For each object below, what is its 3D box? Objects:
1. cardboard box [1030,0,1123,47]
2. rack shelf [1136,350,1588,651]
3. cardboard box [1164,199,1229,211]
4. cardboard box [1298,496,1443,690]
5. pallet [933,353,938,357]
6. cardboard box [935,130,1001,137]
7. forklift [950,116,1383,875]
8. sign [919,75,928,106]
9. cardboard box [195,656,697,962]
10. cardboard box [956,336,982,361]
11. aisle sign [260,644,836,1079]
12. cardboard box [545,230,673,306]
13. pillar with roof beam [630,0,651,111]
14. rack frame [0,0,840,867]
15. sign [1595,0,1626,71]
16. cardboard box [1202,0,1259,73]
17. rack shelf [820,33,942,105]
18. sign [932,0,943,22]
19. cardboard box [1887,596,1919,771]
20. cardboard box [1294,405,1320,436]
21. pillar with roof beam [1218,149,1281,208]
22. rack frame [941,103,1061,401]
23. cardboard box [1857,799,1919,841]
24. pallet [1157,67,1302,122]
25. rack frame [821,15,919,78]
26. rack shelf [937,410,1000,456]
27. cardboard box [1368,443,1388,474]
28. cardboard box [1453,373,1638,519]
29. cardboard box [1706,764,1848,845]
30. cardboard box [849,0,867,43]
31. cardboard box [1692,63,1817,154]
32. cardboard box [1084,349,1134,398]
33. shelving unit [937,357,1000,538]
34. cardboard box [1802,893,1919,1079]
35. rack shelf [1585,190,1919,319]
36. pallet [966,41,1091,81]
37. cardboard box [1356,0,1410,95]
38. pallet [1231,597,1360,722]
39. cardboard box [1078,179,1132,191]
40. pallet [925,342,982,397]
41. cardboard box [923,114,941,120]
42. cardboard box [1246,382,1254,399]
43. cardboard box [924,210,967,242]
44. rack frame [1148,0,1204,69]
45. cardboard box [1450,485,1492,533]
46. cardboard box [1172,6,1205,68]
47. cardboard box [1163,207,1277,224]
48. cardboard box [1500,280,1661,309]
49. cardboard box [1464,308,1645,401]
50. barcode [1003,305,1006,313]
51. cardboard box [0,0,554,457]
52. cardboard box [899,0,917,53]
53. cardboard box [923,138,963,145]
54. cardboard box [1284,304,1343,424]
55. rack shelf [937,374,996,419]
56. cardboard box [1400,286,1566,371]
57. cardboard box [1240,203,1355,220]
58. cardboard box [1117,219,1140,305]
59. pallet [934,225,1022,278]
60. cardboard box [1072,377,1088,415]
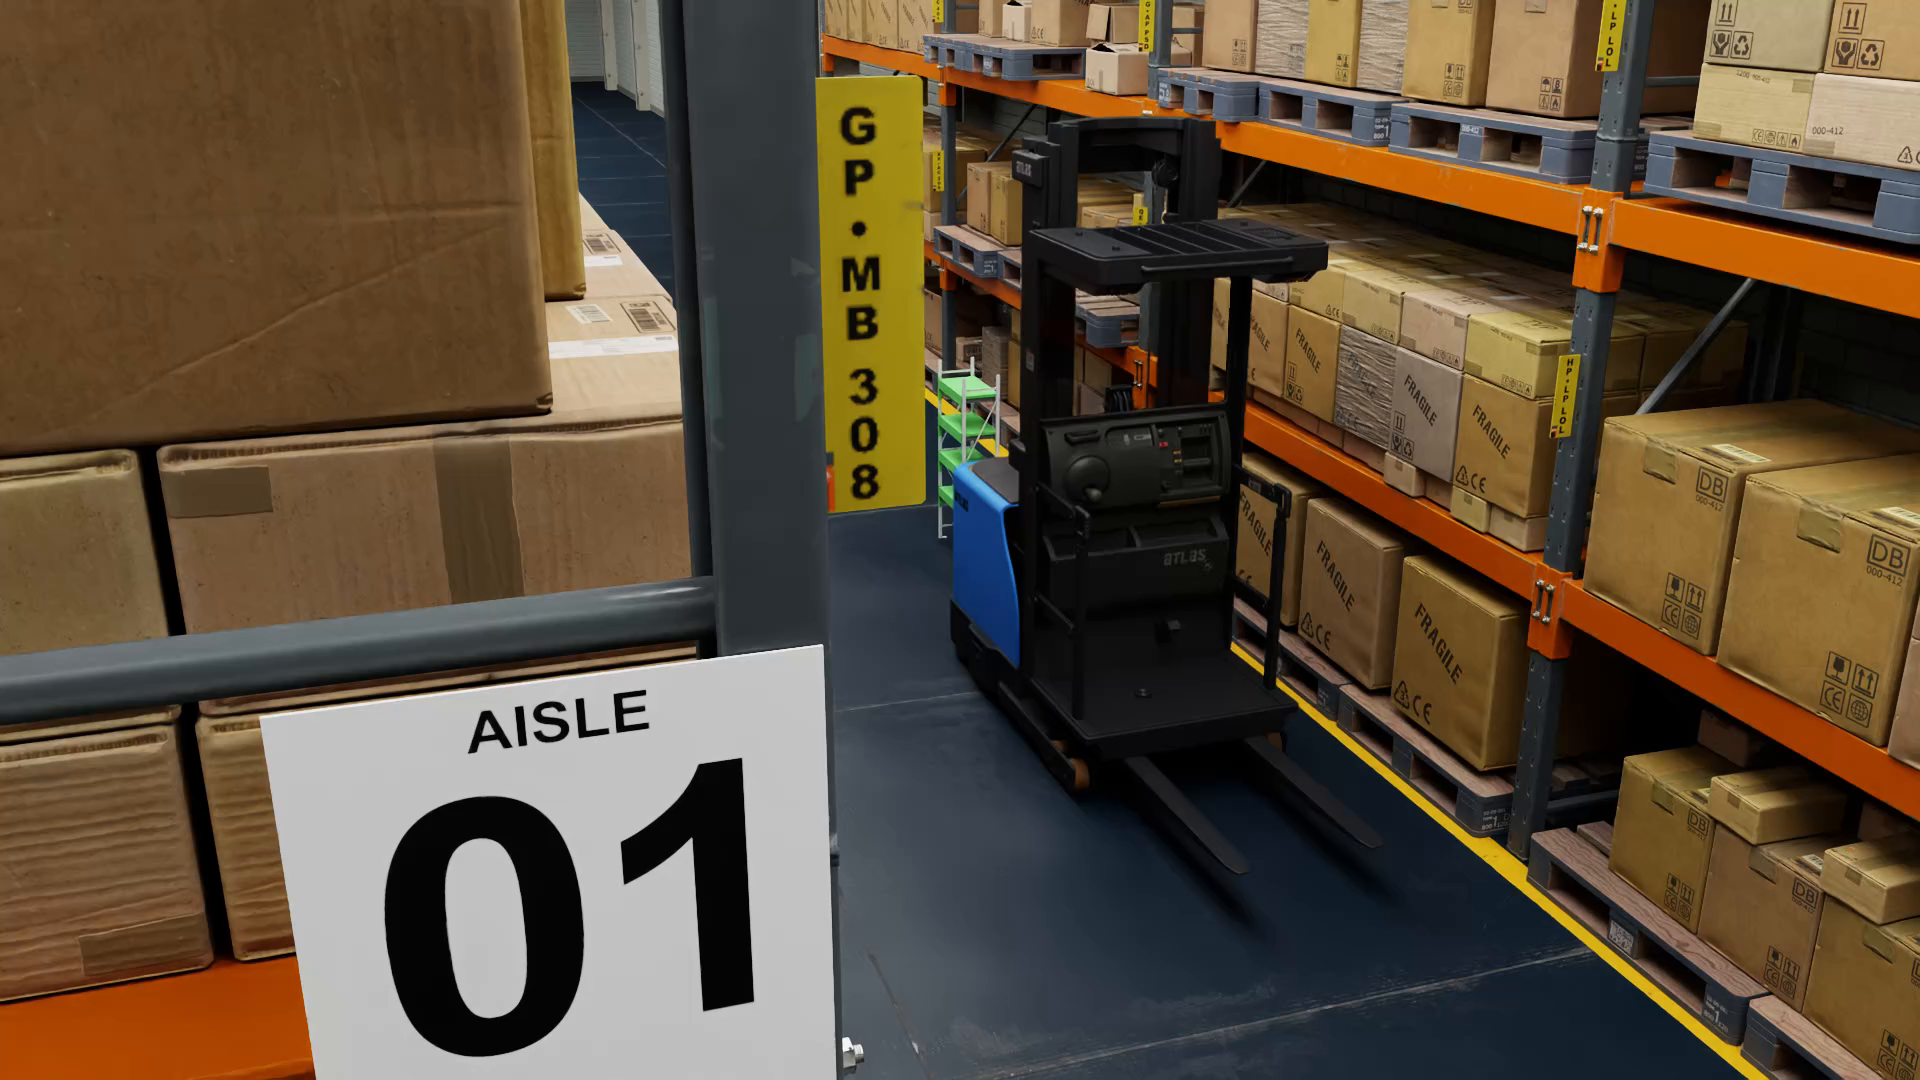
[{"bbox_3d":[0.823,-3.752,11.718,0.500,0.500,0.500,-7,21,-19],"label":"cardboard box"},{"bbox_3d":[2.225,-0.411,8.688,1.077,0.370,4.000,-6,21,-17],"label":"rack shelf"},{"bbox_3d":[1.460,-2.058,10.452,0.380,0.149,0.250,-9,22,-24],"label":"cardboard box"},{"bbox_3d":[2.244,0.227,8.407,0.750,0.750,0.750,-6,21,-16],"label":"cardboard box"},{"bbox_3d":[-0.292,-1.967,16.080,1.003,0.211,1.213,-6,21,-17],"label":"pallet"},{"bbox_3d":[0.080,-3.467,15.214,0.500,0.500,0.500,-6,21,-16],"label":"cardboard box"},{"bbox_3d":[0.914,-0.368,7.606,1.130,2.935,3.031,-7,21,-18],"label":"forklift"},{"bbox_3d":[-0.384,-4.705,17.398,0.100,0.325,0.005,-6,21,-17],"label":"sign"},{"bbox_3d":[-0.510,0.170,1.789,0.500,0.250,0.500,-6,21,-17],"label":"cardboard box"},{"bbox_3d":[0.143,-1.717,14.801,0.380,0.166,0.250,-9,22,-24],"label":"cardboard box"},{"bbox_3d":[-0.290,0.471,1.323,0.394,0.787,0.004,-6,21,-17],"label":"aisle sign"},{"bbox_3d":[-0.655,-0.227,2.156,0.500,0.250,0.500,-6,21,-17],"label":"cardboard box"},{"bbox_3d":[-11.507,-13.894,36.286,9.100,9.000,0.400,-6,21,-17],"label":"pillar with roof beam"},{"bbox_3d":[-0.590,-1.120,0.723,1.000,3.000,0.127,-6,21,-17],"label":"rack frame"},{"bbox_3d":[2.342,-1.850,5.963,0.100,0.325,0.005,-6,21,-17],"label":"sign"},{"bbox_3d":[1.801,-2.911,9.347,0.700,0.500,0.500,-8,21,-21],"label":"cardboard box"},{"bbox_3d":[-0.289,-4.390,15.328,1.077,0.370,4.000,-6,21,-17],"label":"rack shelf"},{"bbox_3d":[-0.173,-4.270,13.165,0.100,0.325,0.005,-6,21,-17],"label":"sign"},{"bbox_3d":[3.471,0.394,4.938,0.980,0.700,0.700,-7,21,-20],"label":"cardboard box"},{"bbox_3d":[1.973,-0.661,8.662,0.380,0.149,0.250,-6,21,-17],"label":"cardboard box"},{"bbox_3d":[-2.077,-4.267,9.483,9.100,9.000,0.400,-6,21,-17],"label":"pillar with roof beam"},{"bbox_3d":[0.340,-2.675,13.927,1.000,3.000,0.127,-6,21,-17],"label":"rack frame"},{"bbox_3d":[3.386,1.002,5.806,0.380,0.149,0.250,-7,21,-19],"label":"cardboard box"},{"bbox_3d":[1.850,-2.513,9.318,1.213,0.211,1.003,-5,20,-15],"label":"pallet"},{"bbox_3d":[-0.918,-3.959,17.501,1.000,3.000,0.127,-6,21,-17],"label":"rack frame"},{"bbox_3d":[0.052,-0.677,10.506,0.258,0.148,0.480,-6,21,-17],"label":"rack shelf"},{"bbox_3d":[2.186,-0.408,7.957,0.380,0.149,0.250,-6,21,-17],"label":"cardboard box"},{"bbox_3d":[2.470,-0.426,7.047,0.500,0.500,0.500,-7,21,-18],"label":"cardboard box"},{"bbox_3d":[2.926,0.946,5.963,0.380,0.149,0.250,-6,21,-15],"label":"cardboard box"},{"bbox_3d":[-0.748,-4.951,15.647,0.500,0.500,0.500,-5,20,-15],"label":"cardboard box"},{"bbox_3d":[2.821,-1.444,5.514,0.500,0.250,0.500,-6,21,-17],"label":"cardboard box"},{"bbox_3d":[1.201,-1.190,11.730,0.500,0.250,0.500,-6,21,-16],"label":"cardboard box"},{"bbox_3d":[0.052,-0.512,10.566,0.258,1.200,0.503,-6,21,-17],"label":"shelving unit"},{"bbox_3d":[3.306,1.448,5.523,0.700,0.500,0.500,-6,21,-16],"label":"cardboard box"},{"bbox_3d":[3.483,-0.539,4.607,1.077,0.370,4.000,-6,21,-17],"label":"rack shelf"},{"bbox_3d":[0.761,-3.456,11.943,1.213,0.211,1.003,-6,21,-17],"label":"pallet"},{"bbox_3d":[2.349,-2.407,7.944,0.700,0.500,0.500,-6,21,-17],"label":"cardboard box"},{"bbox_3d":[2.153,0.573,9.010,1.003,0.211,1.213,-6,21,-17],"label":"pallet"},{"bbox_3d":[0.873,-2.374,12.290,0.700,0.500,0.500,-4,20,-10],"label":"cardboard box"},{"bbox_3d":[0.095,-1.575,14.988,1.003,0.211,1.213,-6,21,-17],"label":"pallet"},{"bbox_3d":[-0.419,-3.959,16.585,0.500,0.500,0.500,-6,21,-16],"label":"cardboard box"},{"bbox_3d":[1.751,-0.909,9.351,0.380,0.149,0.250,-7,21,-18],"label":"cardboard box"},{"bbox_3d":[-0.097,-2.734,14.282,0.500,0.250,0.500,-6,21,-17],"label":"cardboard box"},{"bbox_3d":[1.597,-4.215,9.339,1.000,3.000,0.127,-6,21,-17],"label":"rack frame"},{"bbox_3d":[2.377,-0.156,7.255,0.380,0.149,0.250,-6,21,-16],"label":"cardboard box"},{"bbox_3d":[1.589,-3.115,10.537,0.500,0.500,0.500,-6,21,-17],"label":"cardboard box"},{"bbox_3d":[1.504,-1.759,9.648,0.500,0.250,0.500,-6,21,-16],"label":"cardboard box"},{"bbox_3d":[2.786,-1.000,7.536,0.500,0.250,0.500,-6,21,-17],"label":"cardboard box"},{"bbox_3d":[2.464,-0.780,6.924,0.500,0.250,0.500,-6,21,-16],"label":"cardboard box"},{"bbox_3d":[0.398,-2.055,14.774,0.001,0.075,0.075,-6,21,-17],"label":"barcode"},{"bbox_3d":[-0.767,-0.389,1.498,0.700,0.500,0.500,-6,21,-17],"label":"cardboard box"},{"bbox_3d":[-0.201,-4.443,14.233,0.500,0.500,0.500,-8,21,-22],"label":"cardboard box"},{"bbox_3d":[-0.265,-3.245,14.597,0.500,0.500,0.500,-7,21,-18],"label":"cardboard box"},{"bbox_3d":[1.988,-0.910,8.396,0.500,0.500,0.500,-6,21,-16],"label":"cardboard box"},{"bbox_3d":[0.052,-0.903,10.425,0.258,0.148,0.480,-6,21,-17],"label":"rack shelf"},{"bbox_3d":[2.313,-0.945,7.383,0.500,0.250,0.500,-6,21,-16],"label":"cardboard box"},{"bbox_3d":[1.986,-1.823,9.827,0.500,0.250,0.500,-6,21,-16],"label":"cardboard box"},{"bbox_3d":[1.440,-1.795,10.679,0.700,0.500,0.500,-9,22,-24],"label":"cardboard box"},{"bbox_3d":[0.442,-2.324,13.233,1.003,0.211,1.213,-6,21,-17],"label":"pallet"},{"bbox_3d":[1.086,-0.982,12.259,0.700,0.500,0.500,-7,21,-17],"label":"cardboard box"}]
